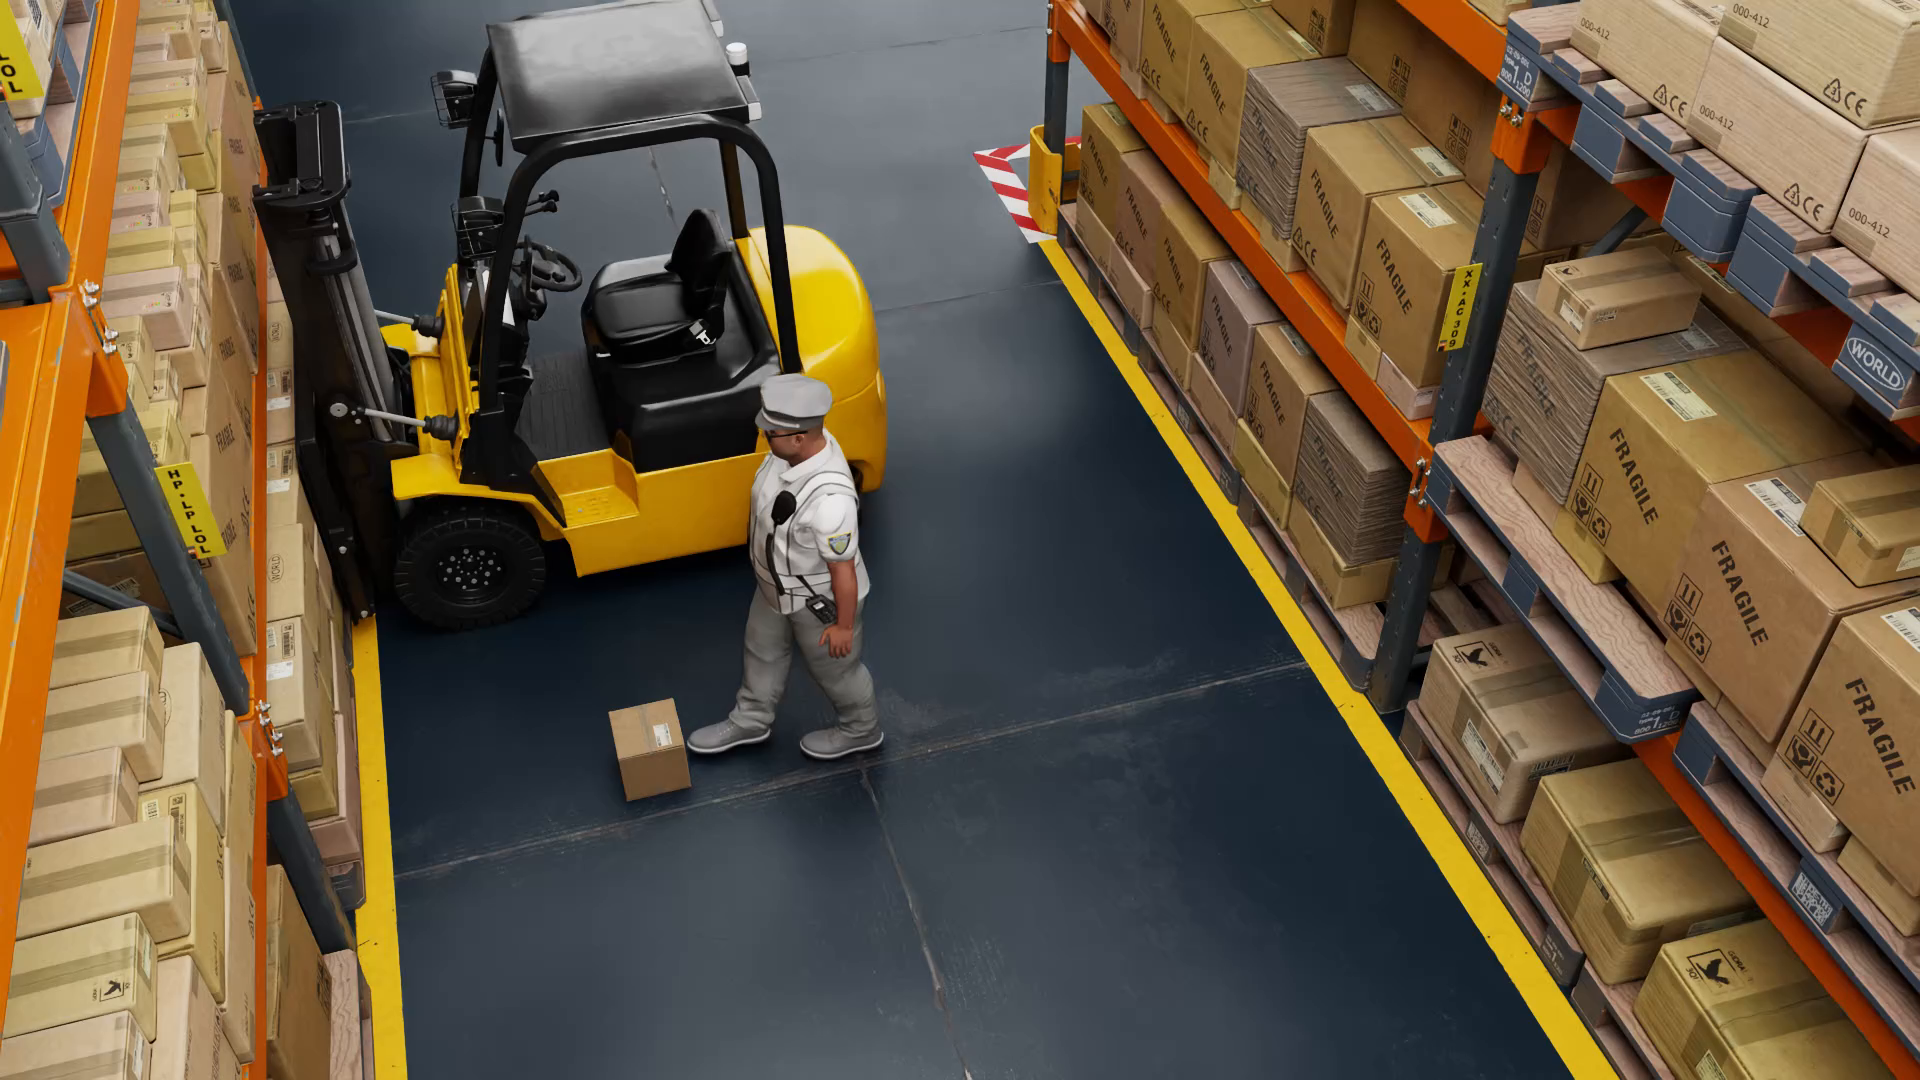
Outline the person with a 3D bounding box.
[{"bbox_3d":[-0.671,0.185,5.933,0.736,1.742,0.562,-15,44,-16],"label":"person"}]
